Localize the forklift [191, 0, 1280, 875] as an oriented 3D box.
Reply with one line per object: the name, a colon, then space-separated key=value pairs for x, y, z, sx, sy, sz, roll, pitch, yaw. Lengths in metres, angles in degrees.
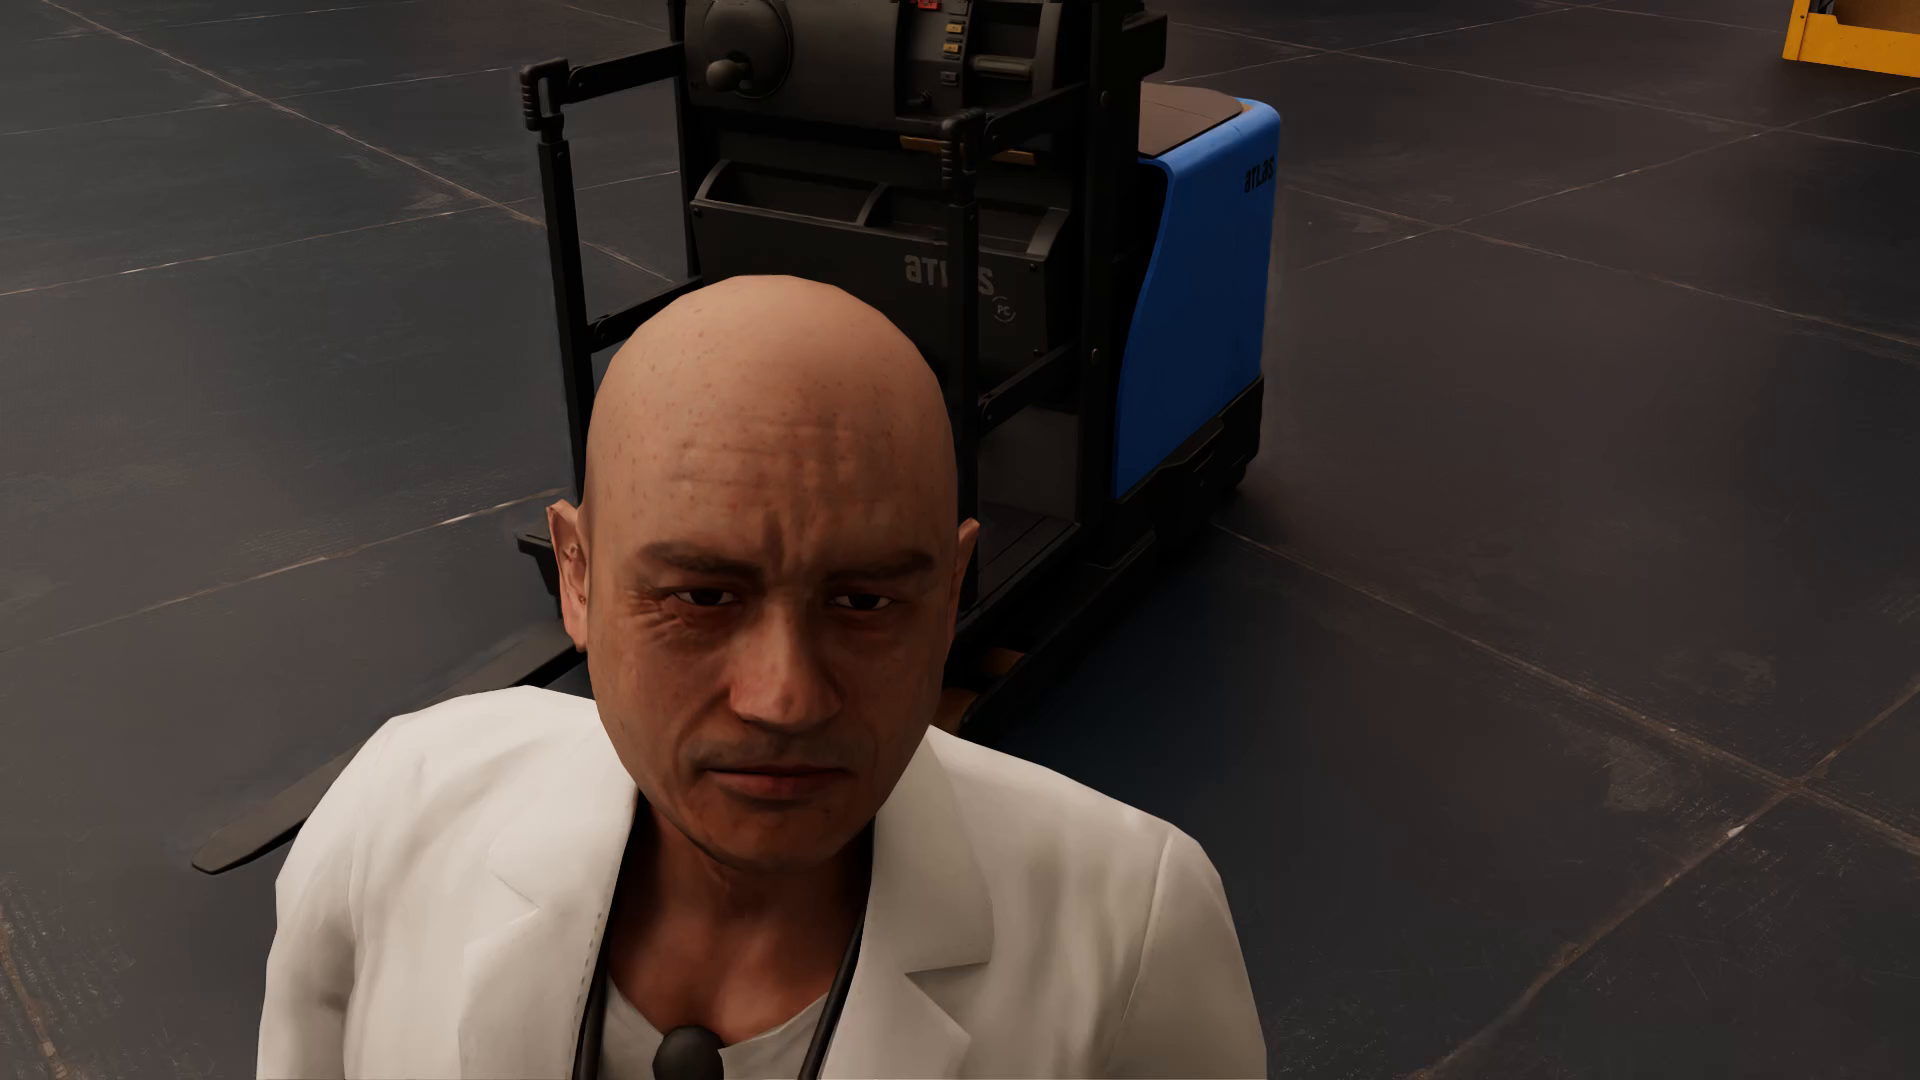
forklift: x=-0.294 y=-1.066 z=3.352 sx=1.130 sy=2.935 sz=3.031 roll=14 pitch=30 yaw=26

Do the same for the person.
person: x=-0.136 y=0.757 z=0.959 sx=0.694 sy=1.775 sz=0.581 roll=2 pitch=26 yaw=3
